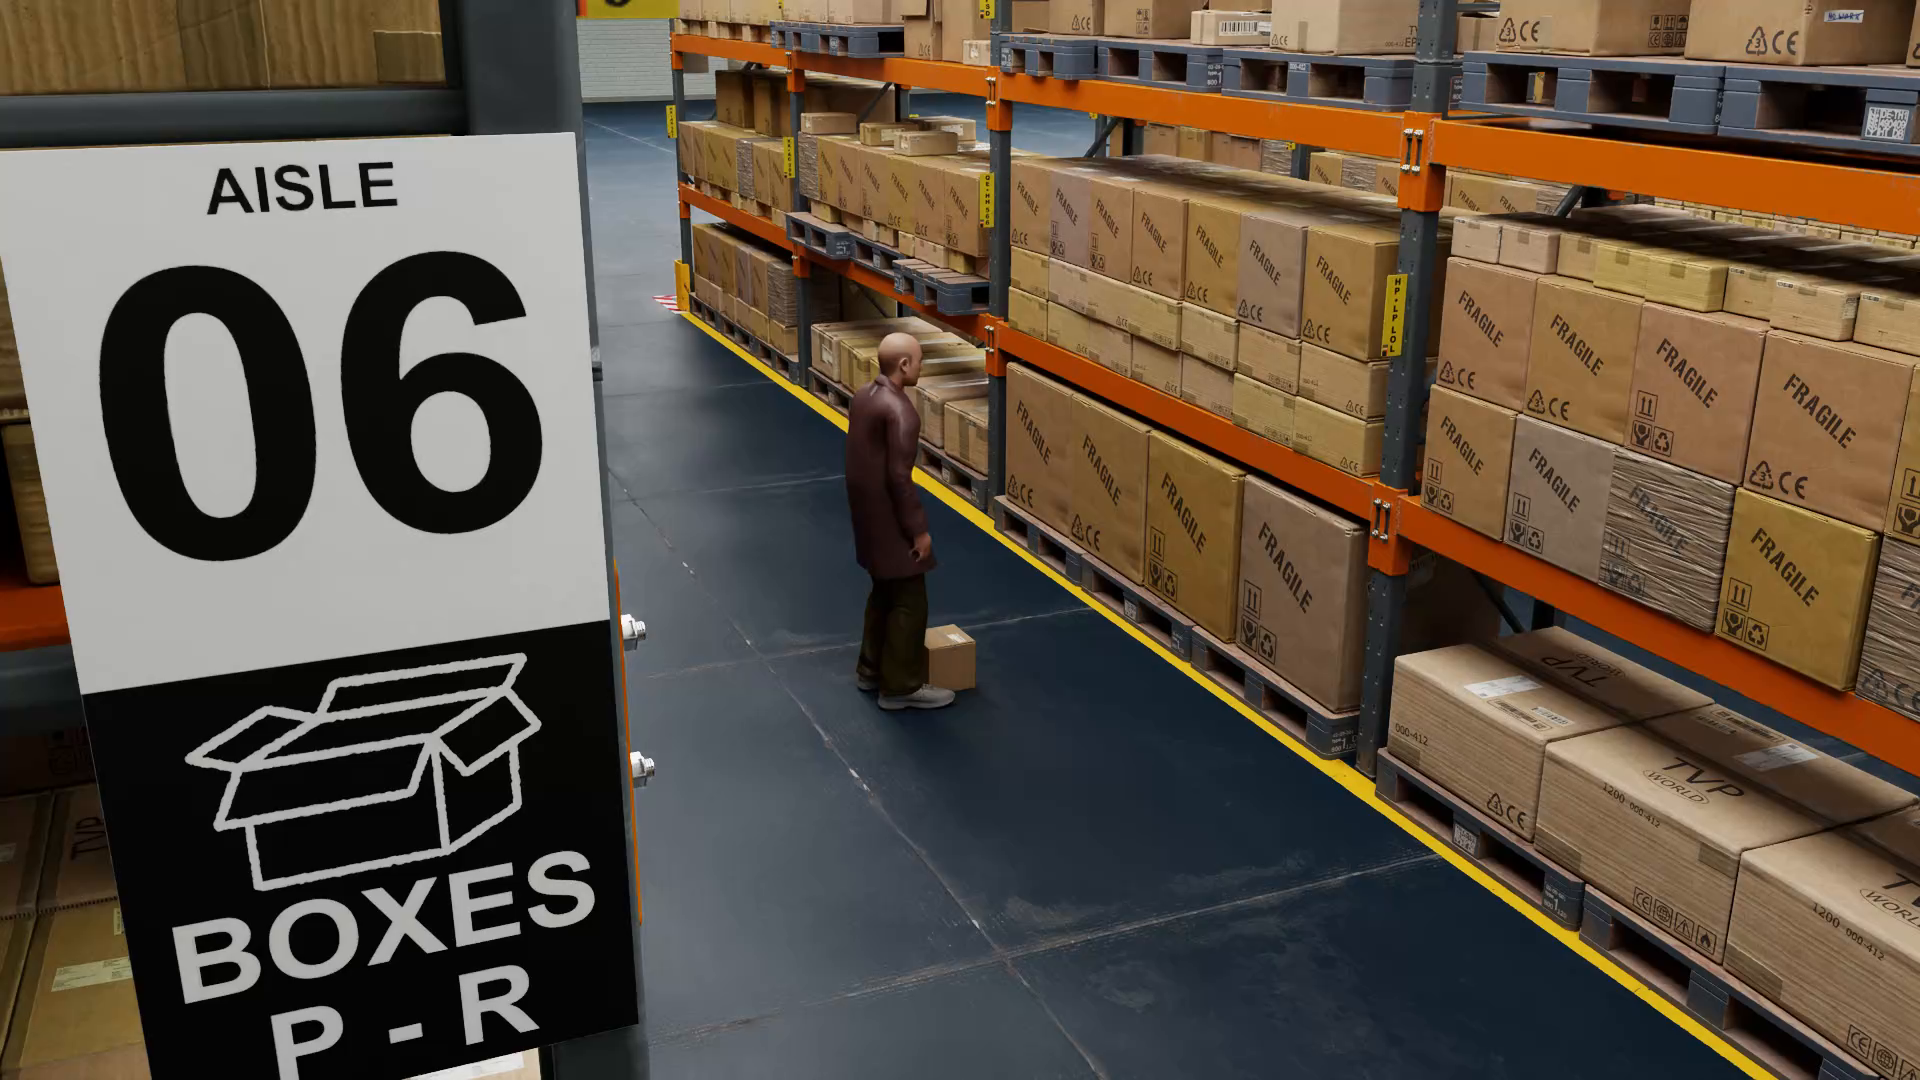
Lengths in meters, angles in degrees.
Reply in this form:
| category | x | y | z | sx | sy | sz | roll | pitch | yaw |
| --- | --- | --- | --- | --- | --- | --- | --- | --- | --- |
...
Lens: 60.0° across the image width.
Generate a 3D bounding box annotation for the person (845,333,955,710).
| category | x | y | z | sx | sy | sz | roll | pitch | yaw |
| --- | --- | --- | --- | --- | --- | --- | --- | --- | --- |
| person | -0.313 | -0.097 | 7.874 | 0.426 | 1.774 | 0.644 | -8 | 20 | -22 |
